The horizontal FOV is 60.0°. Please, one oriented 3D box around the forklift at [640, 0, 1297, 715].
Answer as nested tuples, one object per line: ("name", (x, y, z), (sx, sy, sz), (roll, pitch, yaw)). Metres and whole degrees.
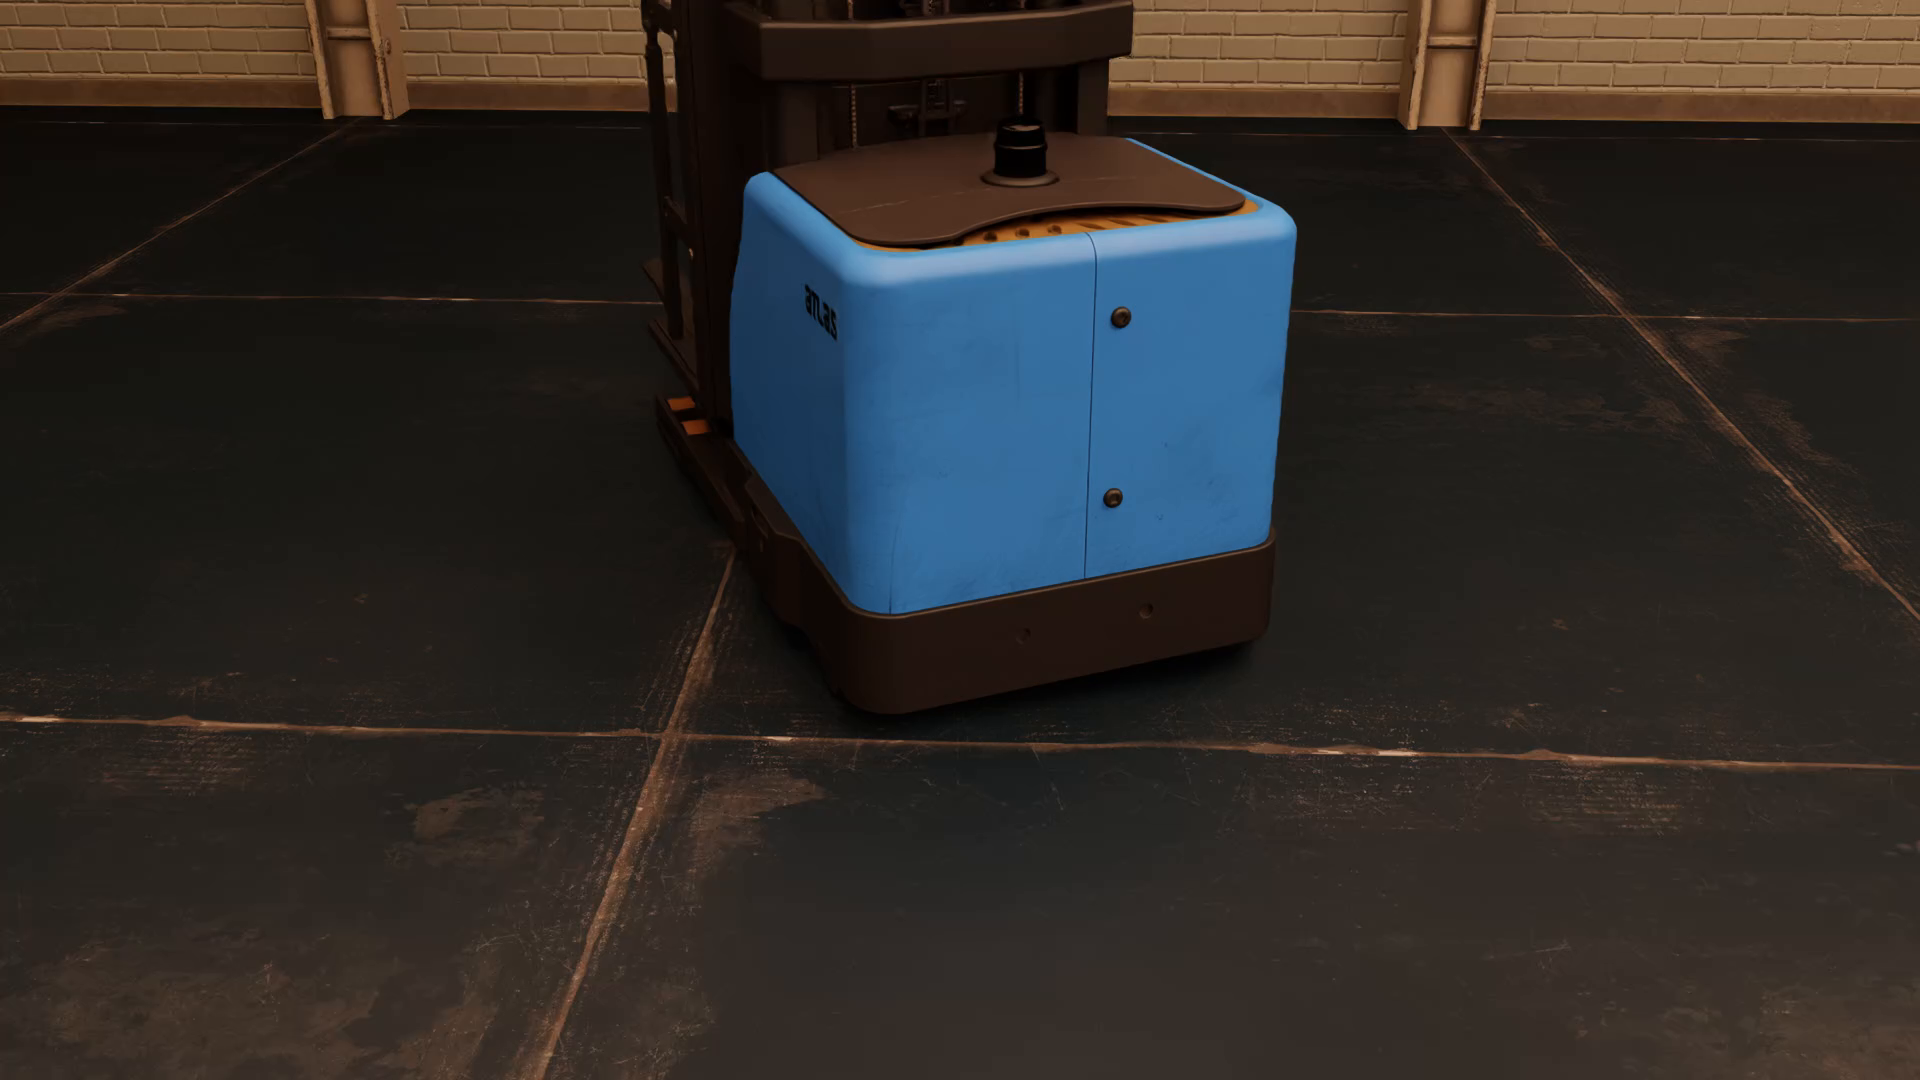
("forklift", (-0.283, -1.566, 4.383), (1.130, 2.935, 3.031), (-10, 28, -19))
